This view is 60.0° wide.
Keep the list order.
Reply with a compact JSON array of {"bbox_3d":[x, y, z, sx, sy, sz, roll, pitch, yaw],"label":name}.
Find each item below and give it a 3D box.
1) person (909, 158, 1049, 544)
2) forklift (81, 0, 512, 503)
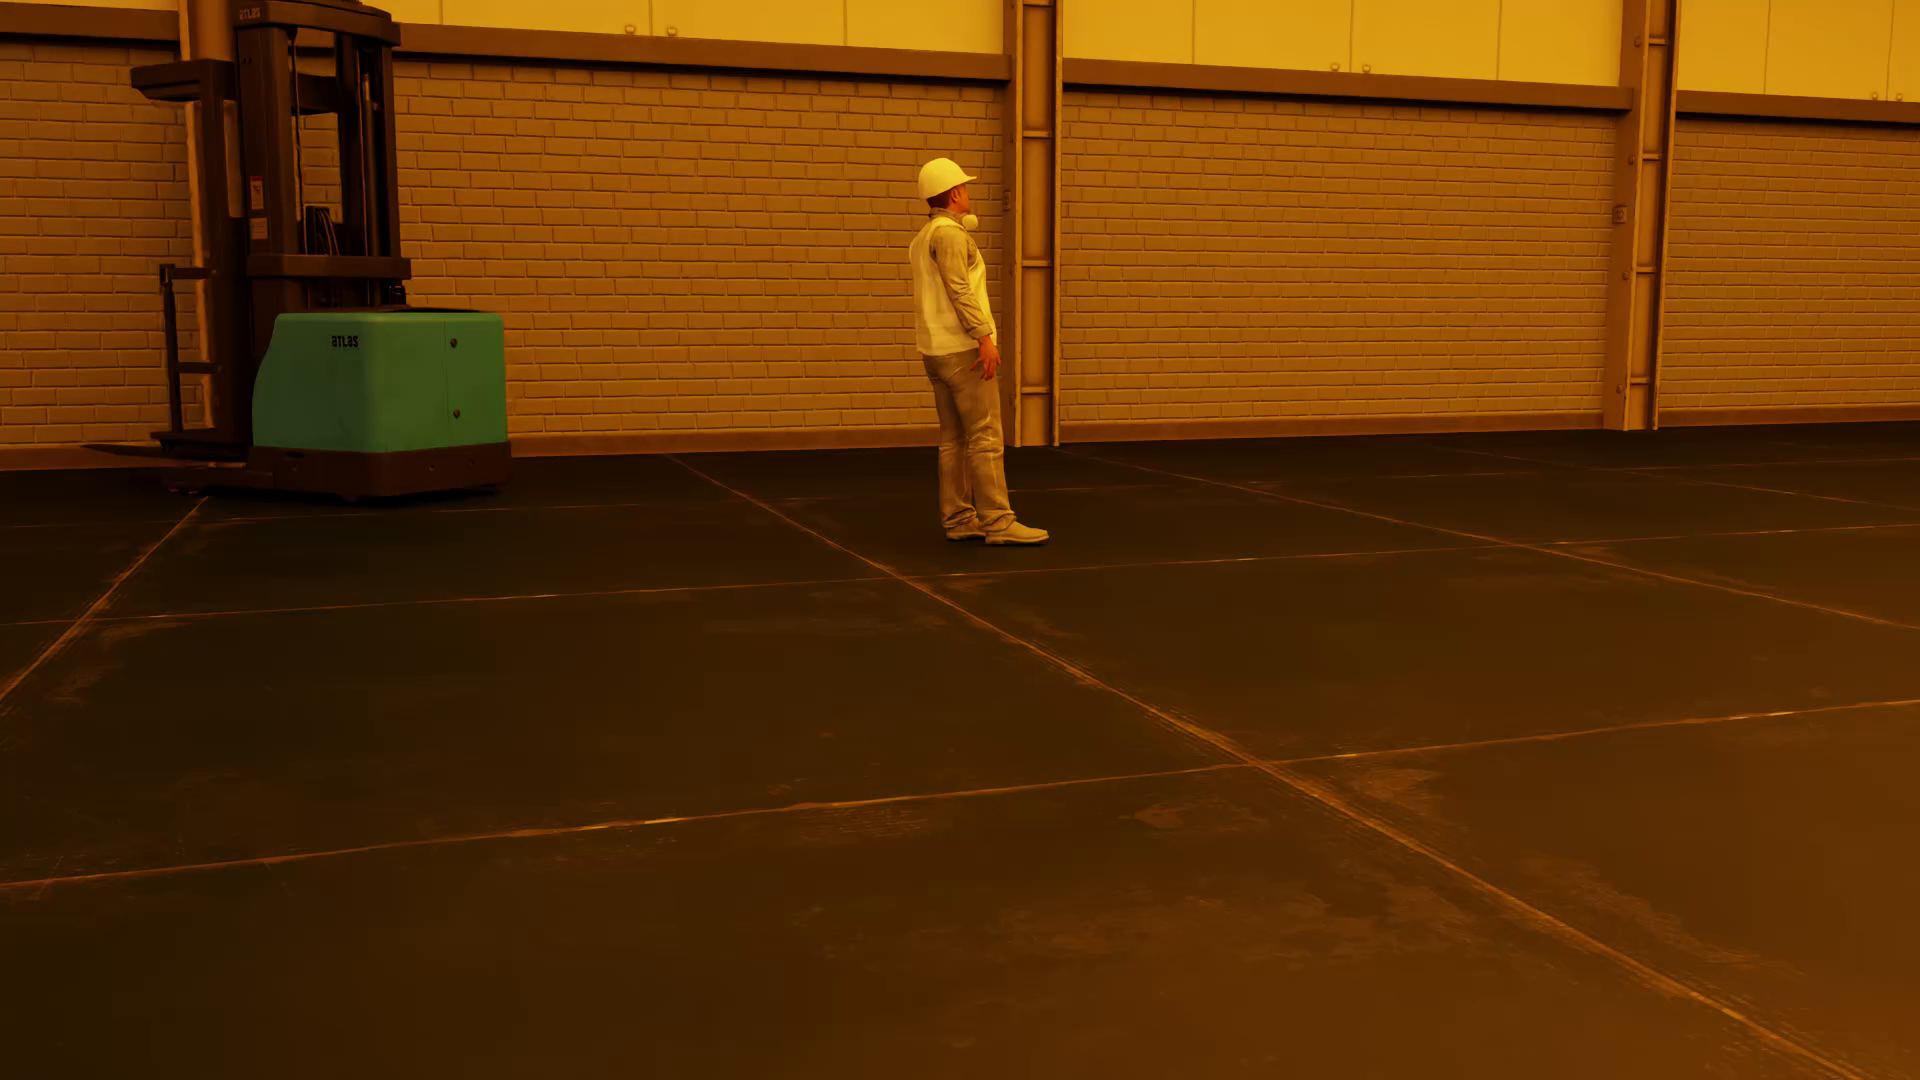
[{"bbox_3d":[0.062,-0.888,7.816,0.566,1.775,0.633,-3,8,-18],"label":"person"},{"bbox_3d":[-4.218,-1.778,10.123,3.031,2.935,1.130,5,9,30],"label":"forklift"}]
